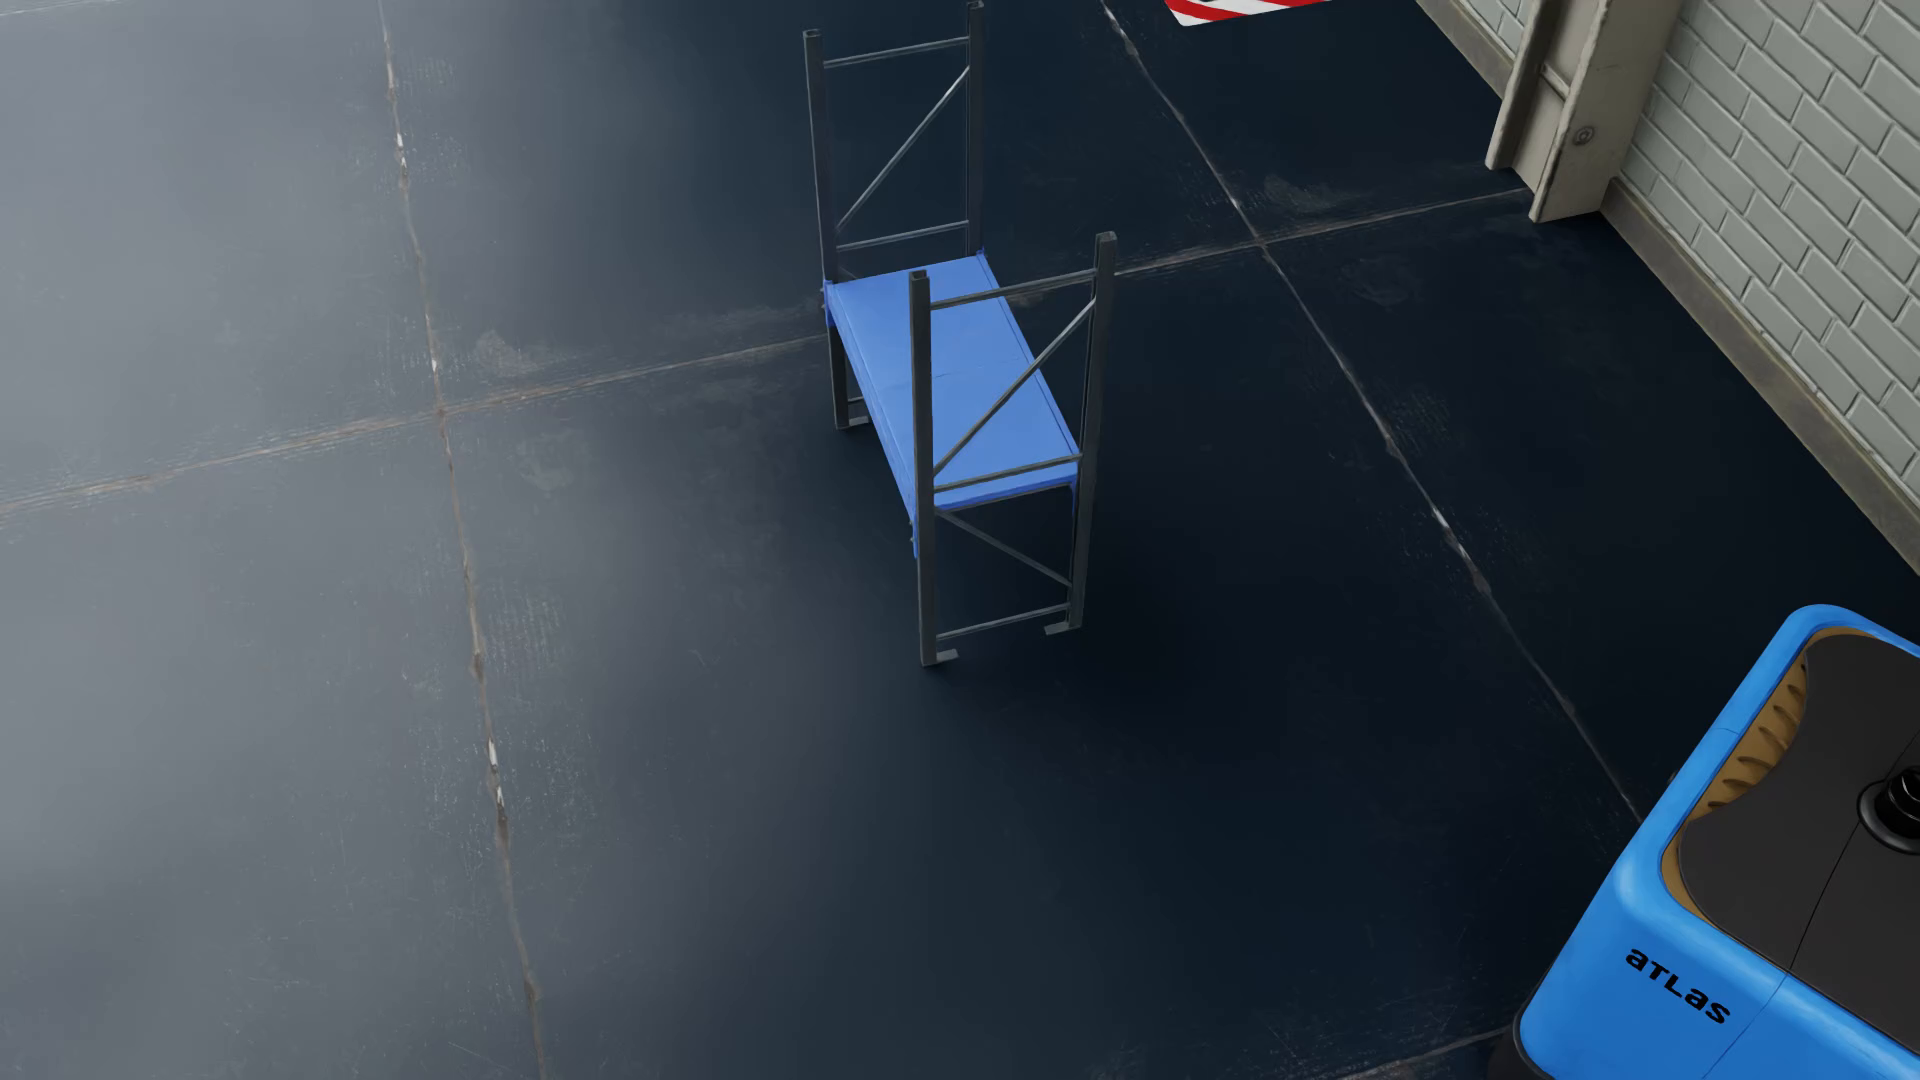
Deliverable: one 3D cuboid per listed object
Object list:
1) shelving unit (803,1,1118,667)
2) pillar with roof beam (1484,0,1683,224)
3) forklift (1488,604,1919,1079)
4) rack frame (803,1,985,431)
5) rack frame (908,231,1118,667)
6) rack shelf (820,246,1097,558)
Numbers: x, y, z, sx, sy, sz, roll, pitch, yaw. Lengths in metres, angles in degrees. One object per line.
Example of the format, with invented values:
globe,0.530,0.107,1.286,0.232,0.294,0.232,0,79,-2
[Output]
shelving unit,-0.025,-0.546,4.729,0.538,1.500,1.048,-13,51,-11
pillar with roof beam,-1.862,-3.296,2.143,9.100,9.000,0.400,-13,51,-11
forklift,2.726,0.888,2.584,3.031,2.935,1.130,34,58,25
rack frame,-0.176,-0.917,5.042,0.500,1.500,0.032,-13,51,-11
rack frame,0.125,-0.174,4.416,0.500,1.500,0.032,-13,51,-11
rack shelf,-0.025,-0.430,4.867,0.538,0.185,1.000,-13,51,-11
